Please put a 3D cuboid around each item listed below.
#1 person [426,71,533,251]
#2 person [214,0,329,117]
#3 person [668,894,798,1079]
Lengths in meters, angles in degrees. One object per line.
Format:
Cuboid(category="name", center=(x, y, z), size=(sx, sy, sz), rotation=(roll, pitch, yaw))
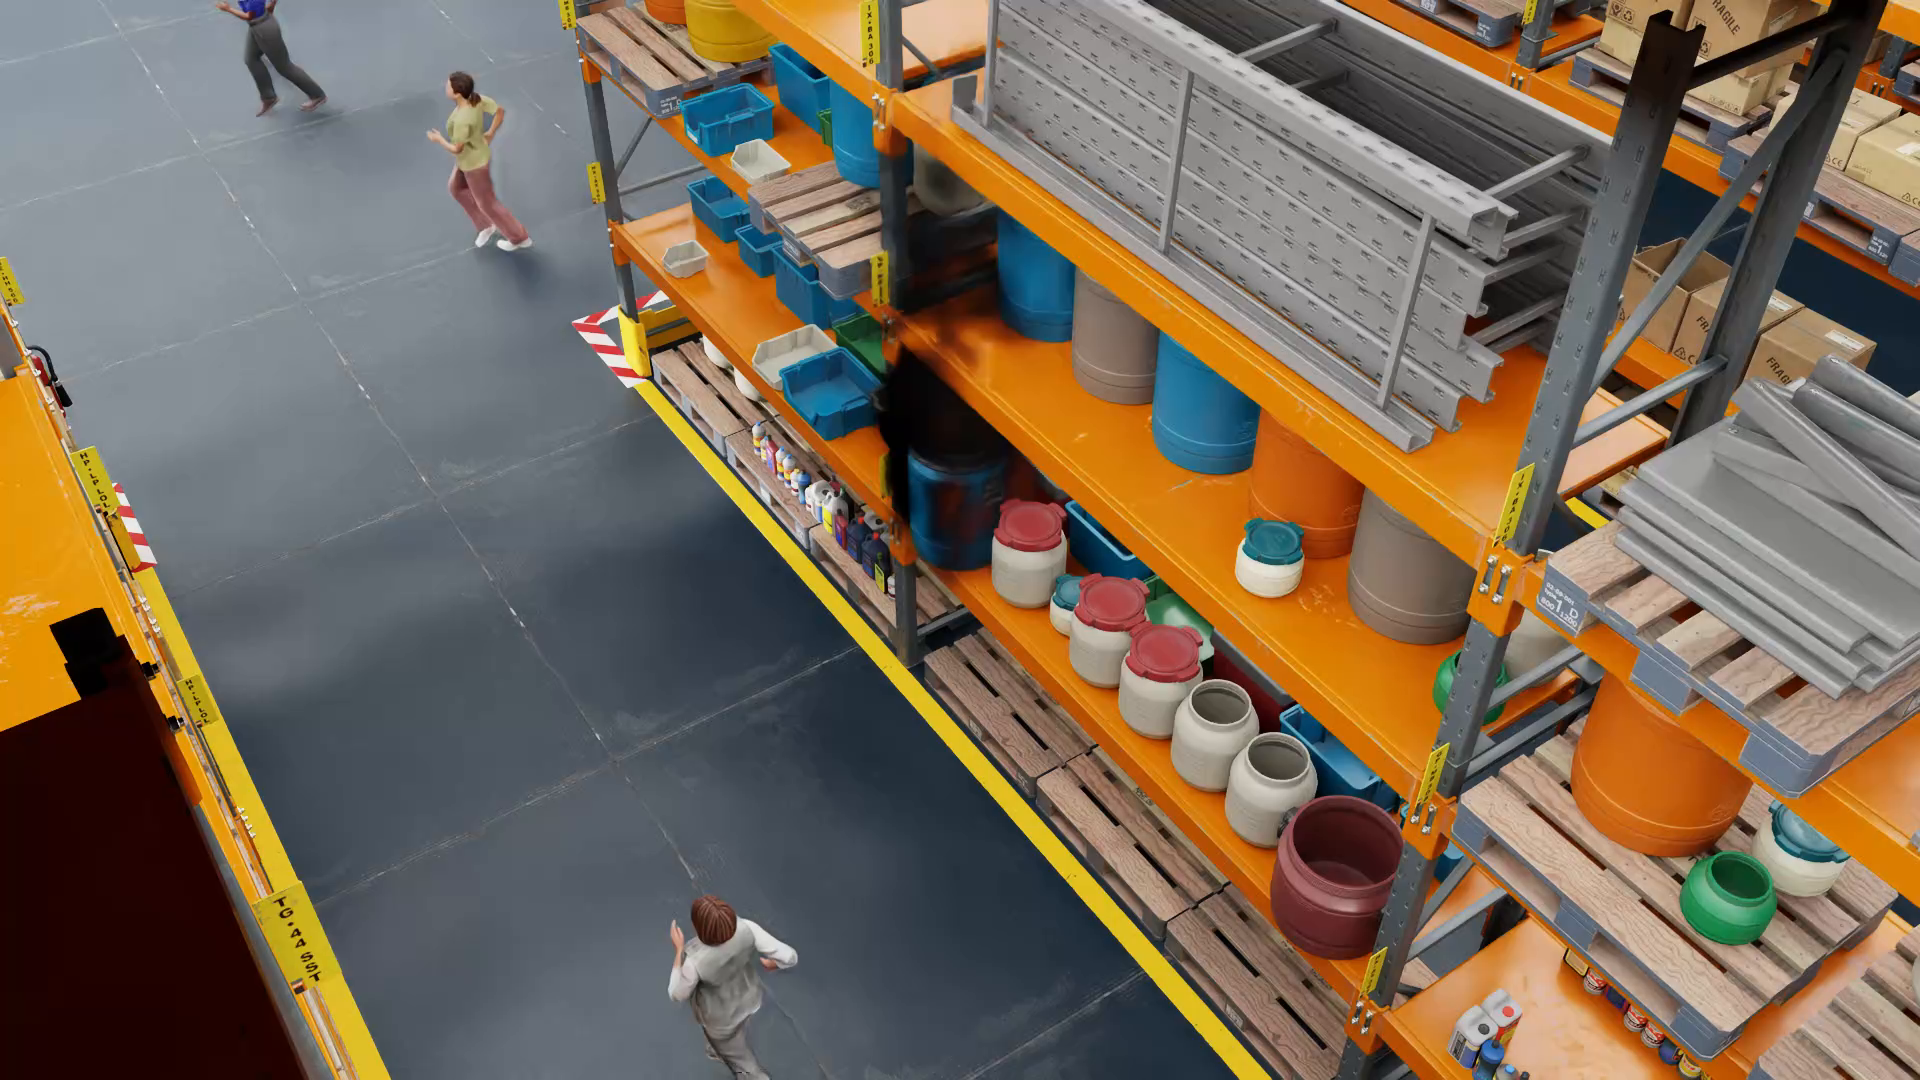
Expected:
Cuboid(category="person", center=(-4.056, -3.141, 13.945), size=(0.698, 1.698, 0.548), rotation=(-1, 43, -1))
Cuboid(category="person", center=(-6.566, -4.789, 15.747), size=(0.747, 1.719, 0.546), rotation=(-12, 44, -13))
Cuboid(category="person", center=(-1.069, 2.184, 7.775), size=(0.712, 1.655, 0.514), rotation=(30, 51, 29))
